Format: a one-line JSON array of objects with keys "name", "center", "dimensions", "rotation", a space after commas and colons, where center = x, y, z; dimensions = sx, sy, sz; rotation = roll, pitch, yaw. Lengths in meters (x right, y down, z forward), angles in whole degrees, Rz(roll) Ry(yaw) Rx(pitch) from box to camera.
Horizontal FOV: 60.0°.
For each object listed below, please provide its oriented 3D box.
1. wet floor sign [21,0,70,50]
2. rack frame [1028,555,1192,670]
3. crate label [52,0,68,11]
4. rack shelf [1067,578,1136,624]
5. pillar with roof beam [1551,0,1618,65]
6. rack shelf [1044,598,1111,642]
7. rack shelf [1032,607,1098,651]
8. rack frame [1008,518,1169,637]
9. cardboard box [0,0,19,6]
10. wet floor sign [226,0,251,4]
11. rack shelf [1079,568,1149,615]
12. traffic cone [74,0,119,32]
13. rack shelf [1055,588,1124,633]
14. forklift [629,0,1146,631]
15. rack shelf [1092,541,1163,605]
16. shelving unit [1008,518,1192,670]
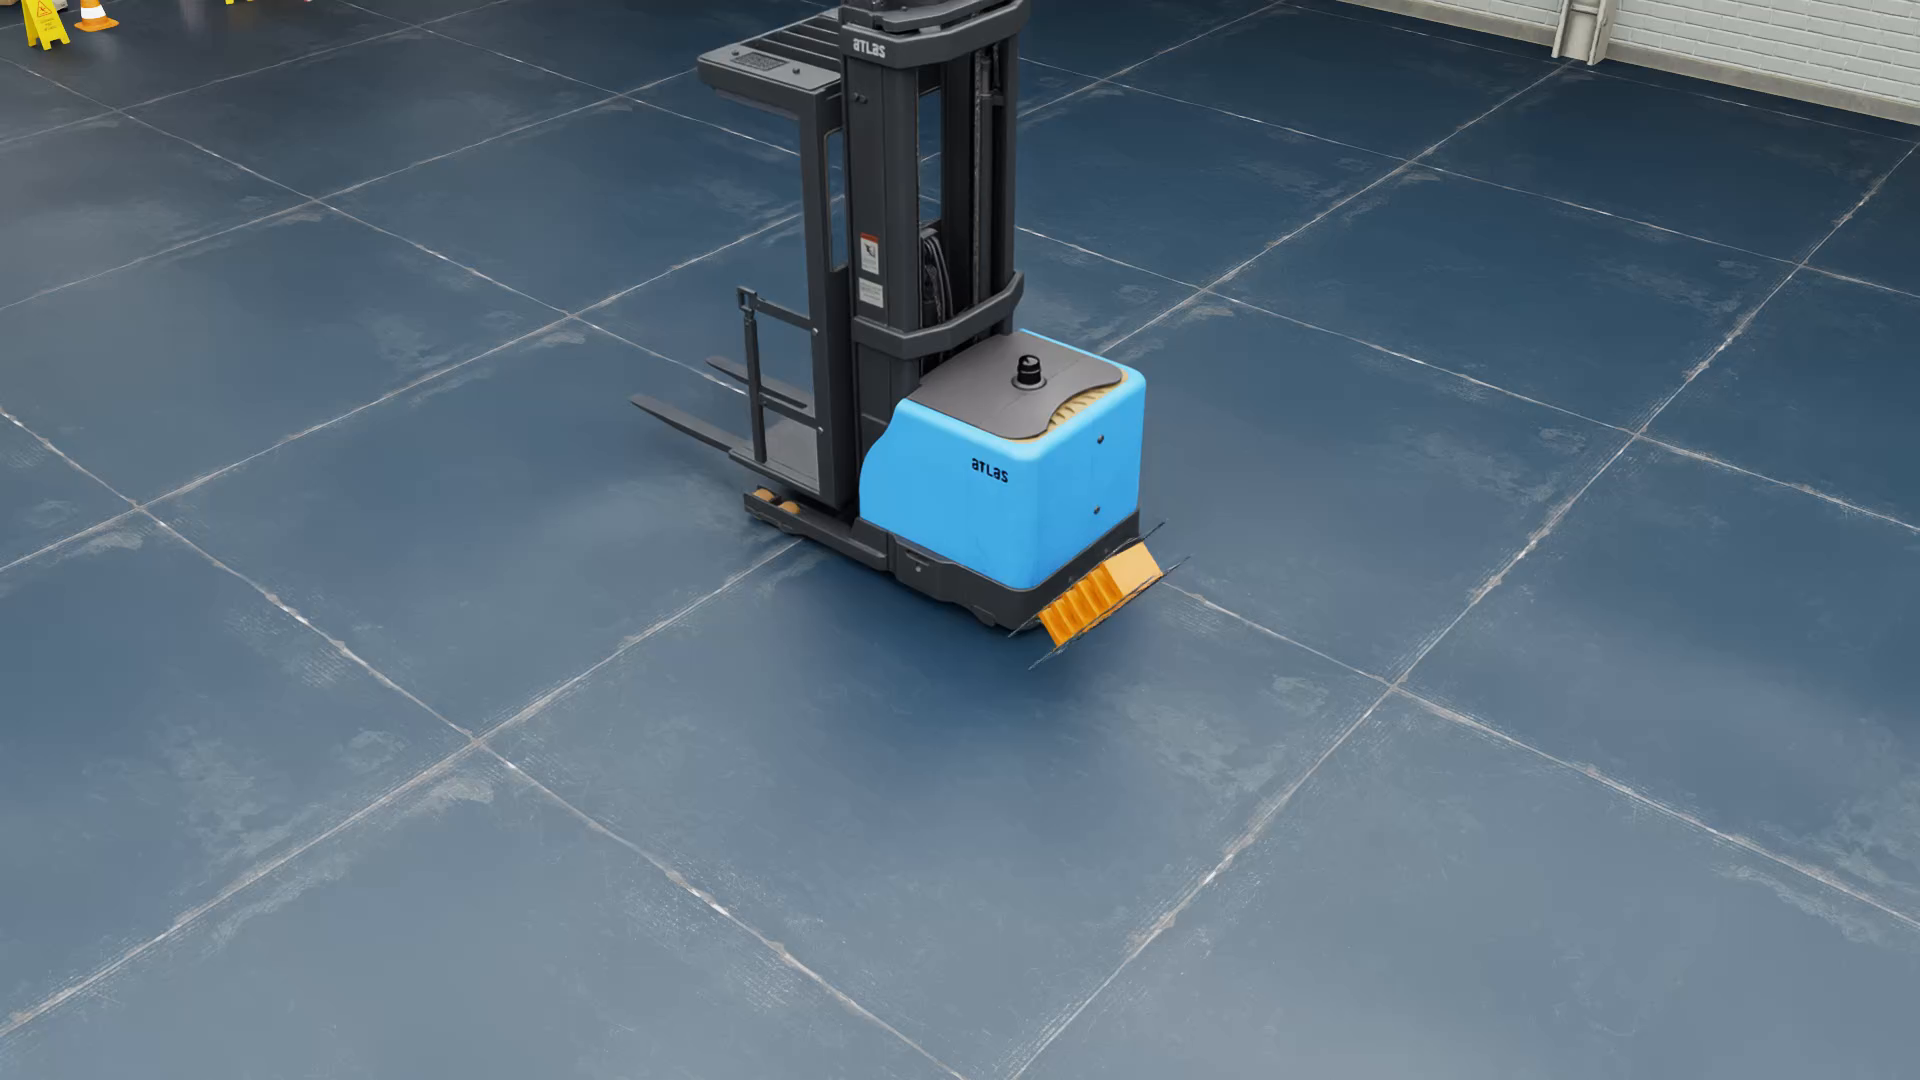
[{"name": "wet floor sign", "center": [-8.543, -4.917, 15.422], "dimensions": [0.232, 0.644, 0.267], "rotation": [18, 38, 24]}, {"name": "rack frame", "center": [0.655, 0.341, 7.491], "dimensions": [0.240, 1.200, 0.006], "rotation": [-26, 80, -32]}, {"name": "crate label", "center": [-8.991, -5.293, 16.419], "dimensions": [0.298, 0.136, 0.250], "rotation": [6, 35, 8]}, {"name": "rack shelf", "center": [0.638, 0.234, 7.442], "dimensions": [0.258, 0.103, 0.180], "rotation": [-26, 80, -32]}, {"name": "pillar with roof beam", "center": [2.940, -6.286, 10.036], "dimensions": [0.400, 9.000, 9.100], "rotation": [25, 42, 32]}, {"name": "rack shelf", "center": [0.543, 0.327, 7.641], "dimensions": [0.258, 0.103, 0.180], "rotation": [-26, 80, -32]}, {"name": "rack shelf", "center": [0.496, 0.374, 7.741], "dimensions": [0.258, 0.103, 0.180], "rotation": [-26, 80, -32]}, {"name": "rack frame", "center": [0.562, 0.186, 7.518], "dimensions": [0.240, 1.200, 0.006], "rotation": [-26, 80, -32]}, {"name": "cardboard box", "center": [-9.712, -5.733, 16.735], "dimensions": [0.637, 0.503, 0.797], "rotation": [0, 34, 0]}, {"name": "wet floor sign", "center": [-7.281, -5.722, 16.594], "dimensions": [0.267, 0.644, 0.232], "rotation": [-18, 38, -25]}, {"name": "rack shelf", "center": [0.686, 0.188, 7.342], "dimensions": [0.258, 0.103, 0.180], "rotation": [-26, 80, -32]}, {"name": "traffic cone", "center": [-8.347, -5.170, 15.951], "dimensions": [0.334, 0.463, 0.336], "rotation": [25, 42, 32]}, {"name": "rack shelf", "center": [0.591, 0.281, 7.542], "dimensions": [0.258, 0.103, 0.180], "rotation": [-26, 80, -32]}, {"name": "forklift", "center": [-0.537, -1.454, 8.361], "dimensions": [3.031, 2.935, 1.130], "rotation": [25, 41, 31]}, {"name": "rack shelf", "center": [0.734, 0.141, 7.242], "dimensions": [0.258, 0.103, 0.180], "rotation": [-26, 80, -32]}, {"name": "shelving unit", "center": [0.608, 0.264, 7.505], "dimensions": [0.258, 1.200, 0.189], "rotation": [-26, 80, -32]}]
